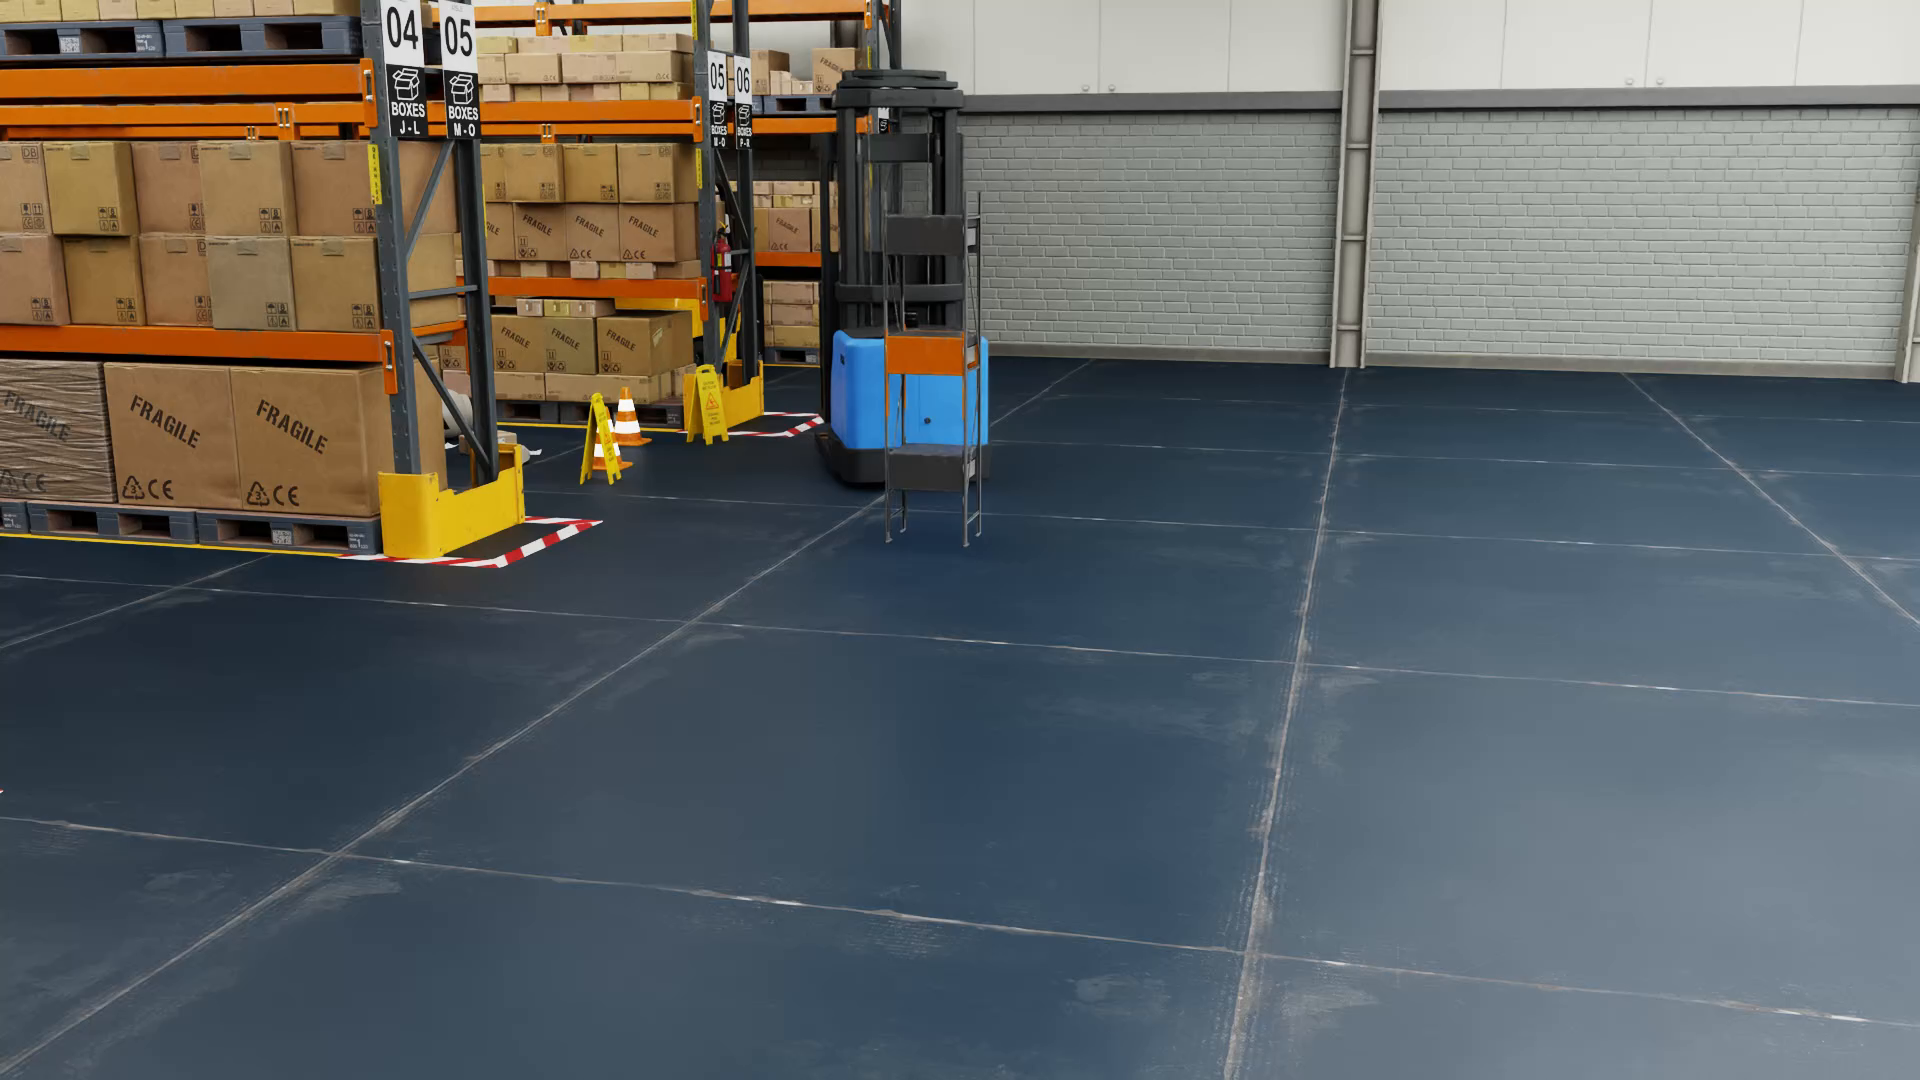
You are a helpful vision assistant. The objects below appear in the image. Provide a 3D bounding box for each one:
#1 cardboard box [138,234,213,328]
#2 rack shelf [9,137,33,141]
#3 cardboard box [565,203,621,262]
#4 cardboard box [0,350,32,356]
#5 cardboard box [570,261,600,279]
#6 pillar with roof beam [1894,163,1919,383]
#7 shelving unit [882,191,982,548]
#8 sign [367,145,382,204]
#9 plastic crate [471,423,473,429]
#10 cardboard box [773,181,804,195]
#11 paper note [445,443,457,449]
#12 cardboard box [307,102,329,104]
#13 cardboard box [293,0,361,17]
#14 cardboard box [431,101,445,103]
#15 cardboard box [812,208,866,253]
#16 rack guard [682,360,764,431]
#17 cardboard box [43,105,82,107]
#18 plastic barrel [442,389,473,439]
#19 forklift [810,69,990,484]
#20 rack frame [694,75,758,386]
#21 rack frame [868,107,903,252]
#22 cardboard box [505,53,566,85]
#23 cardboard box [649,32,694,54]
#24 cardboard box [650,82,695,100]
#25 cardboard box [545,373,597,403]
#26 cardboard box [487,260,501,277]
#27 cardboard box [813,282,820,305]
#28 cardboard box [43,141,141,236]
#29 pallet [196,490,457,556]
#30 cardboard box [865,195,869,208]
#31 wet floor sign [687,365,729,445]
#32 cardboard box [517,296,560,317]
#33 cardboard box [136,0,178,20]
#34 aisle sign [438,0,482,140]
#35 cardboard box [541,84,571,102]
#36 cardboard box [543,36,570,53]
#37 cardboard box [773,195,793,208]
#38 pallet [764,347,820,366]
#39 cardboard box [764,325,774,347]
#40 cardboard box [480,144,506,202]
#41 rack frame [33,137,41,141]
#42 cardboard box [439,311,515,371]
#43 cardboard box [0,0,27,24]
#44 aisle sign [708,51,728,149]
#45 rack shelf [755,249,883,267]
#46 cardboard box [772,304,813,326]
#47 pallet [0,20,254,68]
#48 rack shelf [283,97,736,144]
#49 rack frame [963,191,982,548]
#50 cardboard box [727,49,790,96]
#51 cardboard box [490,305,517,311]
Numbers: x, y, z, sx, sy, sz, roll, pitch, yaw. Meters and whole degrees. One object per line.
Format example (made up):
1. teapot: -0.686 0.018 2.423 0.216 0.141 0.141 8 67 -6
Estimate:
1. cardboard box: -4.558 -1.643 10.367 0.550 0.550 0.875 3 13 14
2. rack shelf: -14.453 -5.410 22.430 4.000 0.370 1.077 3 13 14
3. cardboard box: -3.124 -2.718 14.641 0.500 0.500 0.500 3 13 14
4. cardboard box: -6.424 -0.809 10.889 0.875 0.875 0.875 3 13 14
5. cardboard box: -3.234 -2.393 14.675 0.250 0.149 0.380 3 13 15
6. pillar with roof beam: 9.298 -5.197 12.883 0.400 9.000 9.100 3 13 14
7. shelving unit: -0.161 -1.034 10.045 0.503 2.100 0.431 3 13 14
8. sign: -3.278 -2.048 9.320 0.005 0.325 0.100 3 13 14
9. plastic crate: -4.602 -1.055 14.805 0.583 0.080 0.402 -1 13 -6
10. cardboard box: -1.990 -4.098 19.366 0.250 0.149 0.380 3 13 14
11. paper note: -4.230 -0.778 13.695 0.142 0.019 0.148 8 15 33
12. cardboard box: -5.683 -4.008 15.027 0.250 0.149 0.380 3 13 13
13. cardboard box: -3.538 -3.022 9.384 0.250 0.149 0.380 3 13 13
14. cardboard box: -4.455 -3.923 14.645 0.250 0.149 0.380 3 13 12
15. cardboard box: -1.401 -3.590 19.258 0.500 0.500 0.500 3 13 12
16. rack guard: -2.120 -1.310 14.986 0.348 0.500 1.175 3 13 14
17. cardboard box: -8.326 -4.384 15.903 0.637 0.503 0.797 3 13 14
18. plastic barrel: -4.414 -1.058 14.024 0.512 0.421 0.421 -9 15 -35
19. forklift: -0.561 -2.102 12.939 1.130 2.935 3.031 -2 13 -10
20. rack frame: -2.046 -2.527 14.697 0.127 3.000 1.000 3 13 14
21. rack frame: -0.861 -3.571 19.403 0.127 3.000 1.000 3 13 14
22. cardboard box: -3.601 -4.085 14.456 0.500 0.250 0.500 3 13 15
23. cardboard box: -2.446 -4.213 14.112 0.250 0.149 0.380 3 13 14
24. cardboard box: -2.460 -3.828 14.218 0.250 0.149 0.380 3 13 14
25. cardboard box: -3.397 -1.403 15.012 0.500 0.250 0.500 3 13 14
26. cardboard box: -4.210 -2.452 14.942 0.250 0.149 0.380 3 13 13
27. cardboard box: -1.383 -2.880 19.359 0.500 0.250 0.500 4 13 15
28. cardboard box: -5.098 -2.175 10.274 0.500 0.550 0.875 3 13 14
29. pallet: -3.929 -0.144 10.397 1.213 0.211 1.003 3 13 14
30. cardboard box: -1.128 -4.008 19.647 0.250 0.149 0.380 3 13 12
31. wet floor sign: -2.118 -1.142 13.894 0.232 0.644 0.267 8 15 33
32. cardboard box: -3.758 -2.092 14.885 0.250 0.149 0.380 4 13 16
33. cardboard box: -4.527 -3.075 9.622 0.250 0.149 0.380 3 13 13
34. aisle sign: -2.994 -2.809 9.968 0.004 0.787 0.394 3 13 14
35. cardboard box: -3.442 -3.885 14.475 0.250 0.149 0.380 3 13 13
36. cardboard box: -3.409 -4.282 14.424 0.250 0.149 0.380 3 13 14
37. cardboard box: -1.995 -3.944 19.356 0.250 0.149 0.380 3 13 13
38. pallet: -1.613 -2.240 19.844 1.213 0.211 1.003 3 13 14
39. cardboard box: -2.357 -2.447 19.716 0.500 0.250 0.500 3 13 14
40. cardboard box: -4.055 -3.277 14.854 0.500 0.500 0.700 3 13 13
41. rack frame: -12.511 -4.193 22.210 0.127 3.000 1.000 3 13 14
42. cardboard box: -4.396 -1.823 15.173 0.500 0.500 0.500 4 13 16
43. cardboard box: -5.509 -3.128 9.860 0.250 0.149 0.380 3 13 14
44. aisle sign: -2.056 -3.732 14.126 0.004 0.787 0.394 3 13 14
45. rack shelf: -2.802 -3.323 19.948 4.000 0.370 1.077 3 13 14
46. cardboard box: -1.893 -2.665 19.546 0.500 0.250 0.500 3 13 13
47. pallet: -5.045 -3.001 10.113 1.213 0.211 1.003 3 13 14
48. rack shelf: -3.988 -3.744 14.918 4.000 0.370 1.077 3 13 14
49. rack frame: 0.076 -1.021 9.988 0.015 2.100 0.400 3 13 14
50. cardboard box: -2.319 -5.384 19.218 0.500 0.500 0.700 3 13 14
51. cardboard box: -4.301 -1.937 15.684 0.500 0.500 0.500 4 13 17
